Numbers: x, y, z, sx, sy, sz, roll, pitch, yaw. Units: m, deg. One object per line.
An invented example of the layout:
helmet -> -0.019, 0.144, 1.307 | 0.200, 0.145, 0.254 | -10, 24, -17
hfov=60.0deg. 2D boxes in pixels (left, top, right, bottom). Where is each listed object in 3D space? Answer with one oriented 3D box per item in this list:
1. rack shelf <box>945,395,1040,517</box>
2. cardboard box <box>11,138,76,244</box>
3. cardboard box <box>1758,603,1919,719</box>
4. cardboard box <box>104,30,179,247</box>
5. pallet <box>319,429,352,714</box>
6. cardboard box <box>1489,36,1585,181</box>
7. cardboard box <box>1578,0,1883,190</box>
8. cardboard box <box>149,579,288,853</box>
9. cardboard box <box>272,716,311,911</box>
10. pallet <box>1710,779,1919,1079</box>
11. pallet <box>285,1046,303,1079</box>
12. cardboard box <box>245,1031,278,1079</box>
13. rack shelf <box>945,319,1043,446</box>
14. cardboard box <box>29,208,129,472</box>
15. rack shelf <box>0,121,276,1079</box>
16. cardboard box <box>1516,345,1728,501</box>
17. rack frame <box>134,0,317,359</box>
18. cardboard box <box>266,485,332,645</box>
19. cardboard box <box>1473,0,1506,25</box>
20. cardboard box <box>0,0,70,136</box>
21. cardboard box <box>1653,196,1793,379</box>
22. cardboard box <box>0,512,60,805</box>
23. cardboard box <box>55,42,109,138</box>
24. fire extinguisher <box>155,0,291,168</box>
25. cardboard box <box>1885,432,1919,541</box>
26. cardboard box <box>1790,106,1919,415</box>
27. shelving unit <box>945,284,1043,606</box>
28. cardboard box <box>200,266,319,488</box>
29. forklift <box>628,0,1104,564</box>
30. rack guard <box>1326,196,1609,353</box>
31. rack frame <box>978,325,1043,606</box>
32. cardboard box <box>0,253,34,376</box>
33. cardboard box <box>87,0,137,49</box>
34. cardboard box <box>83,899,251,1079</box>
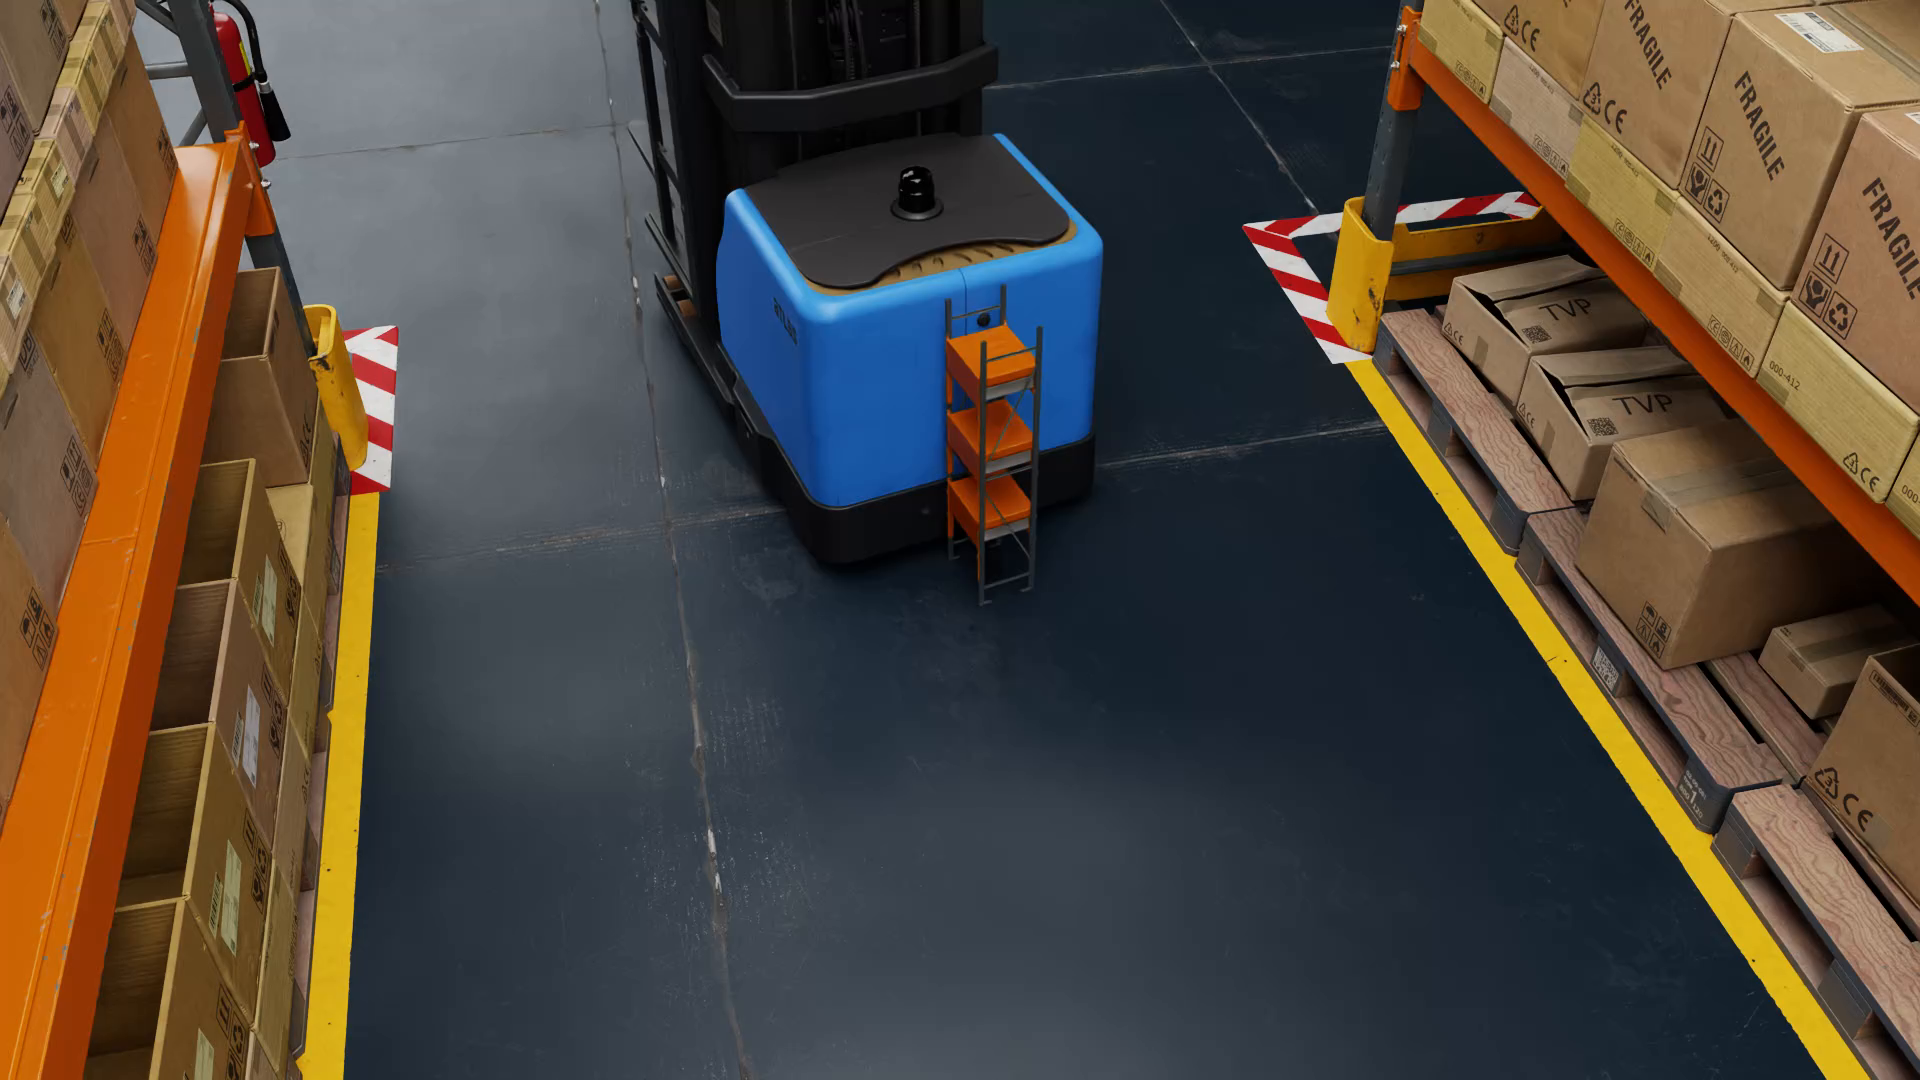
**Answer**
rack shelf -> 0.101, -0.271, 5.280 | 0.215, 0.259, 0.240 | -17, 44, -18
cardboard box -> -2.271, -0.779, 3.804 | 0.380, 0.149, 0.250 | -7, 42, -8
cardboard box -> 2.612, 0.355, 4.907 | 0.380, 0.149, 0.250 | -12, 43, -13
cardboard box -> -2.673, -1.121, 4.678 | 0.700, 0.500, 0.500 | -8, 42, -9
pallet -> -2.556, 0.144, 5.428 | 1.003, 0.211, 1.213 | -8, 42, -9
cardboard box -> 1.996, -1.355, 5.115 | 0.500, 0.250, 0.500 | -10, 42, -11
cardboard box -> 2.087, -1.322, 4.513 | 0.500, 0.500, 0.500 | -10, 42, -11
cardboard box -> -2.018, 0.478, 4.142 | 0.500, 0.500, 0.500 | -8, 42, -9
cardboard box -> -2.022, 0.759, 4.390 | 0.500, 0.250, 0.500 | -8, 42, -9
pallet -> 2.759, 1.105, 4.346 | 1.003, 0.211, 1.213 | -8, 42, -9
pallet -> -2.029, 1.726, 3.646 | 1.003, 0.211, 1.213 | -8, 42, -9
cardboard box -> -1.805, 1.407, 3.660 | 0.500, 0.250, 0.500 | -8, 42, -9
rack shelf -> 0.101, -0.484, 5.092 | 0.215, 0.259, 0.240 | -17, 44, -18
cardboard box -> -2.454, -0.459, 3.932 | 0.700, 0.500, 0.500 | -8, 42, -9
rack shelf -> -2.330, 0.177, 3.832 | 1.077, 0.370, 4.000 | -8, 42, -9
cardboard box -> 2.259, -0.428, 5.667 | 0.500, 0.311, 0.500 | -5, 42, -6
rack frame -> -2.762, -1.388, 5.054 | 1.000, 3.000, 0.127 | -8, 42, -9
cardboard box -> -2.238, 0.111, 5.120 | 0.500, 0.250, 0.500 | -8, 42, -9
cardboard box -> 1.884, -1.980, 5.254 | 0.500, 0.500, 0.500 | -8, 42, -9
cardboard box -> -2.543, -1.232, 3.825 | 0.700, 0.500, 0.500 | -9, 42, -10
cardboard box -> 2.207, -0.696, 4.373 | 0.500, 0.250, 0.500 | -8, 42, -9
cardboard box -> -2.225, 0.214, 3.174 | 0.700, 0.500, 0.500 | -8, 42, -9
cardboard box -> -2.380, -1.112, 4.180 | 0.380, 0.149, 0.250 | -9, 42, -10
fire extinguisher -> -2.333, -1.502, 5.241 | 0.296, 0.674, 0.183 | -8, 42, -9
cardboard box -> 2.440, -0.047, 3.641 | 0.500, 0.250, 0.500 | -8, 42, -9
cardboard box -> 2.322, -0.652, 3.758 | 0.500, 0.500, 0.500 | -9, 42, -11
shelving unit -> 0.101, -0.279, 5.273 | 0.215, 1.050, 0.252 | -17, 44, -18
cardboard box -> -2.355, -0.492, 5.235 | 0.500, 0.500, 0.500 | -8, 42, -9
forklift -> -0.587, -1.999, 5.795 | 1.130, 2.935, 3.031 | -16, 44, -18
rack guard -> 2.091, -1.116, 6.631 | 1.175, 0.500, 0.348 | -8, 42, -9
rack frame -> 0.152, -0.206, 5.189 | 0.200, 1.050, 0.008 | -17, 44, -18
cardboard box -> -2.156, -0.442, 3.425 | 0.380, 0.149, 0.250 | -9, 42, -10
cardboard box -> -2.493, -1.448, 4.557 | 0.380, 0.149, 0.250 | -9, 42, -10
cardboard box -> -1.808, 1.127, 3.411 | 0.500, 0.500, 0.500 | -8, 42, -9
